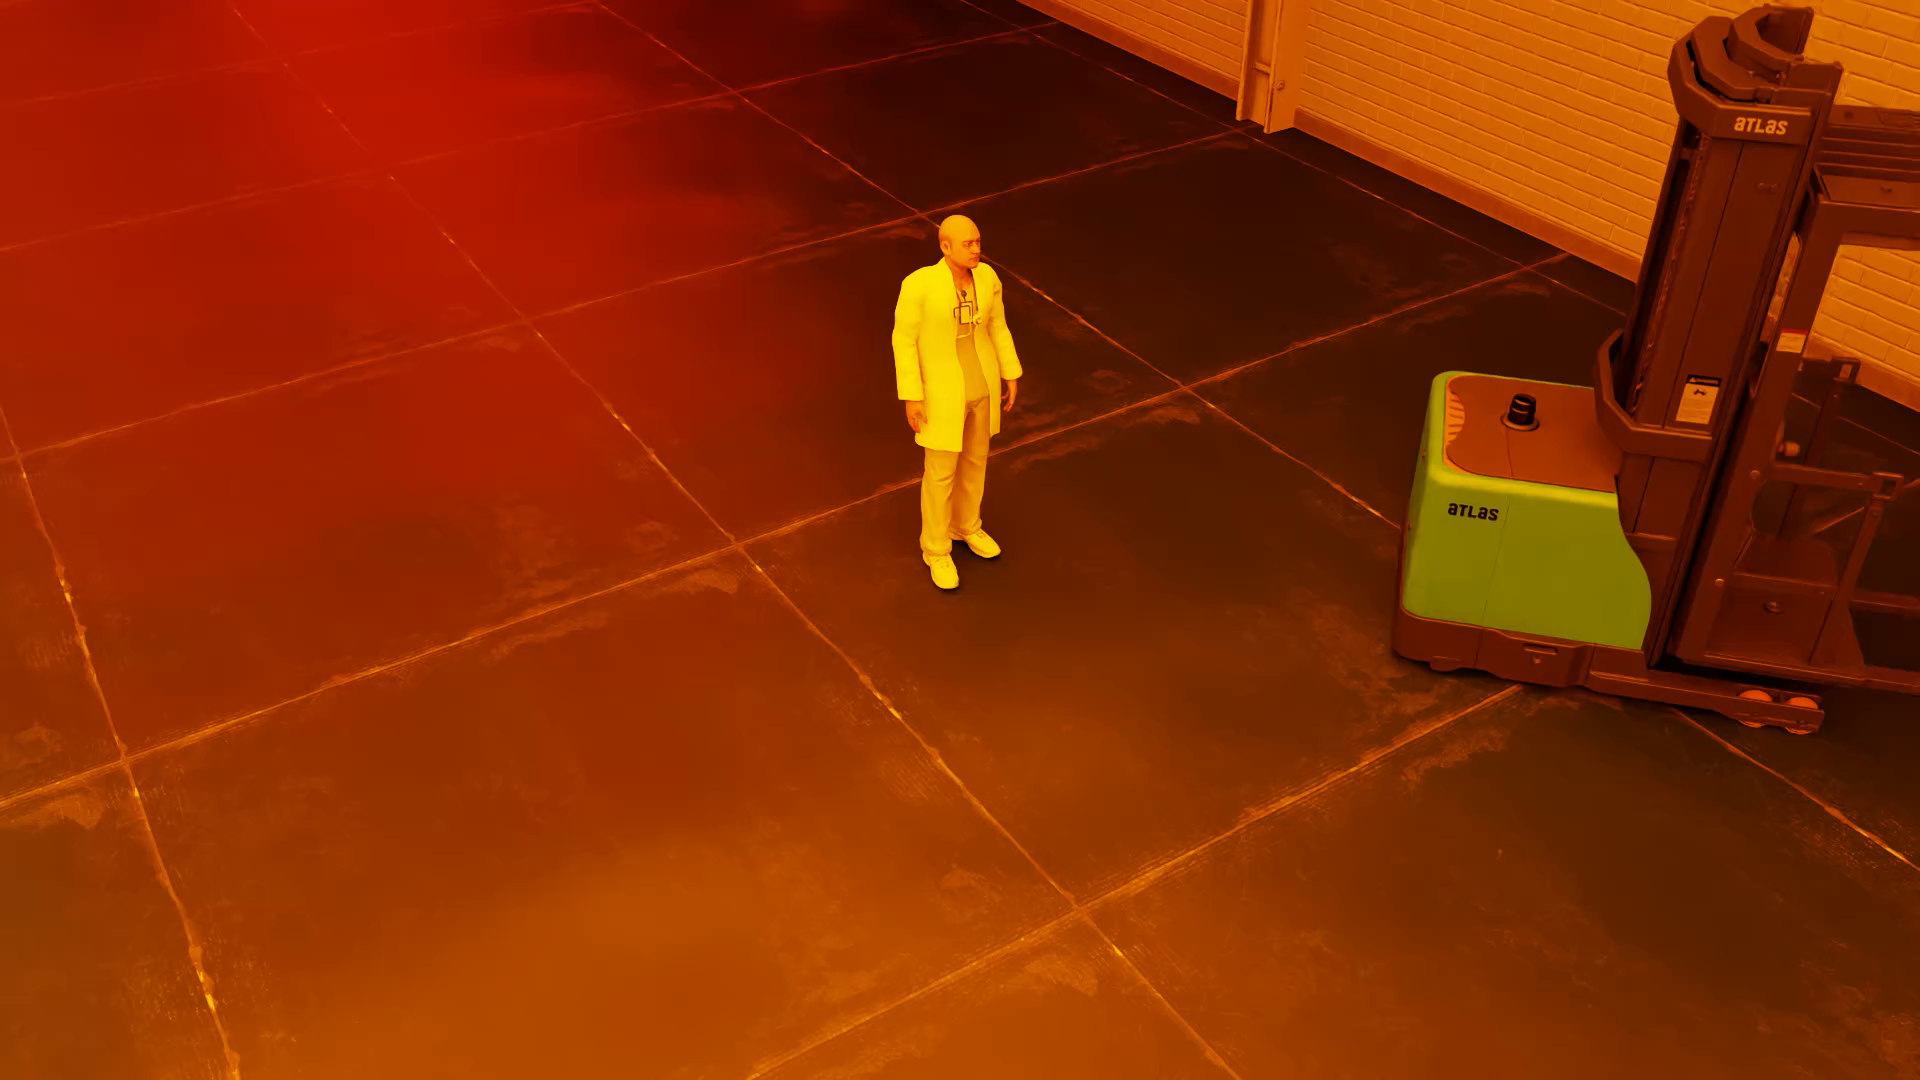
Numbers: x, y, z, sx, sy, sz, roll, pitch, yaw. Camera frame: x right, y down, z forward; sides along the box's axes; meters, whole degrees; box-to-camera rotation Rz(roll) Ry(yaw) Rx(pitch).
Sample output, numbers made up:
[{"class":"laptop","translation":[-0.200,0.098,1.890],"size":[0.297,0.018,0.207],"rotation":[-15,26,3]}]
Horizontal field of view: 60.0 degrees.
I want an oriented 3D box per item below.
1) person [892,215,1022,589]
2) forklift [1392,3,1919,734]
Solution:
[{"class":"person","translation":[0.045,-0.688,8.118],"size":[0.696,1.775,0.581],"rotation":[-21,40,-27]},{"class":"forklift","translation":[3.617,-0.668,7.098],"size":[3.031,2.935,1.130],"rotation":[9,36,12]}]
